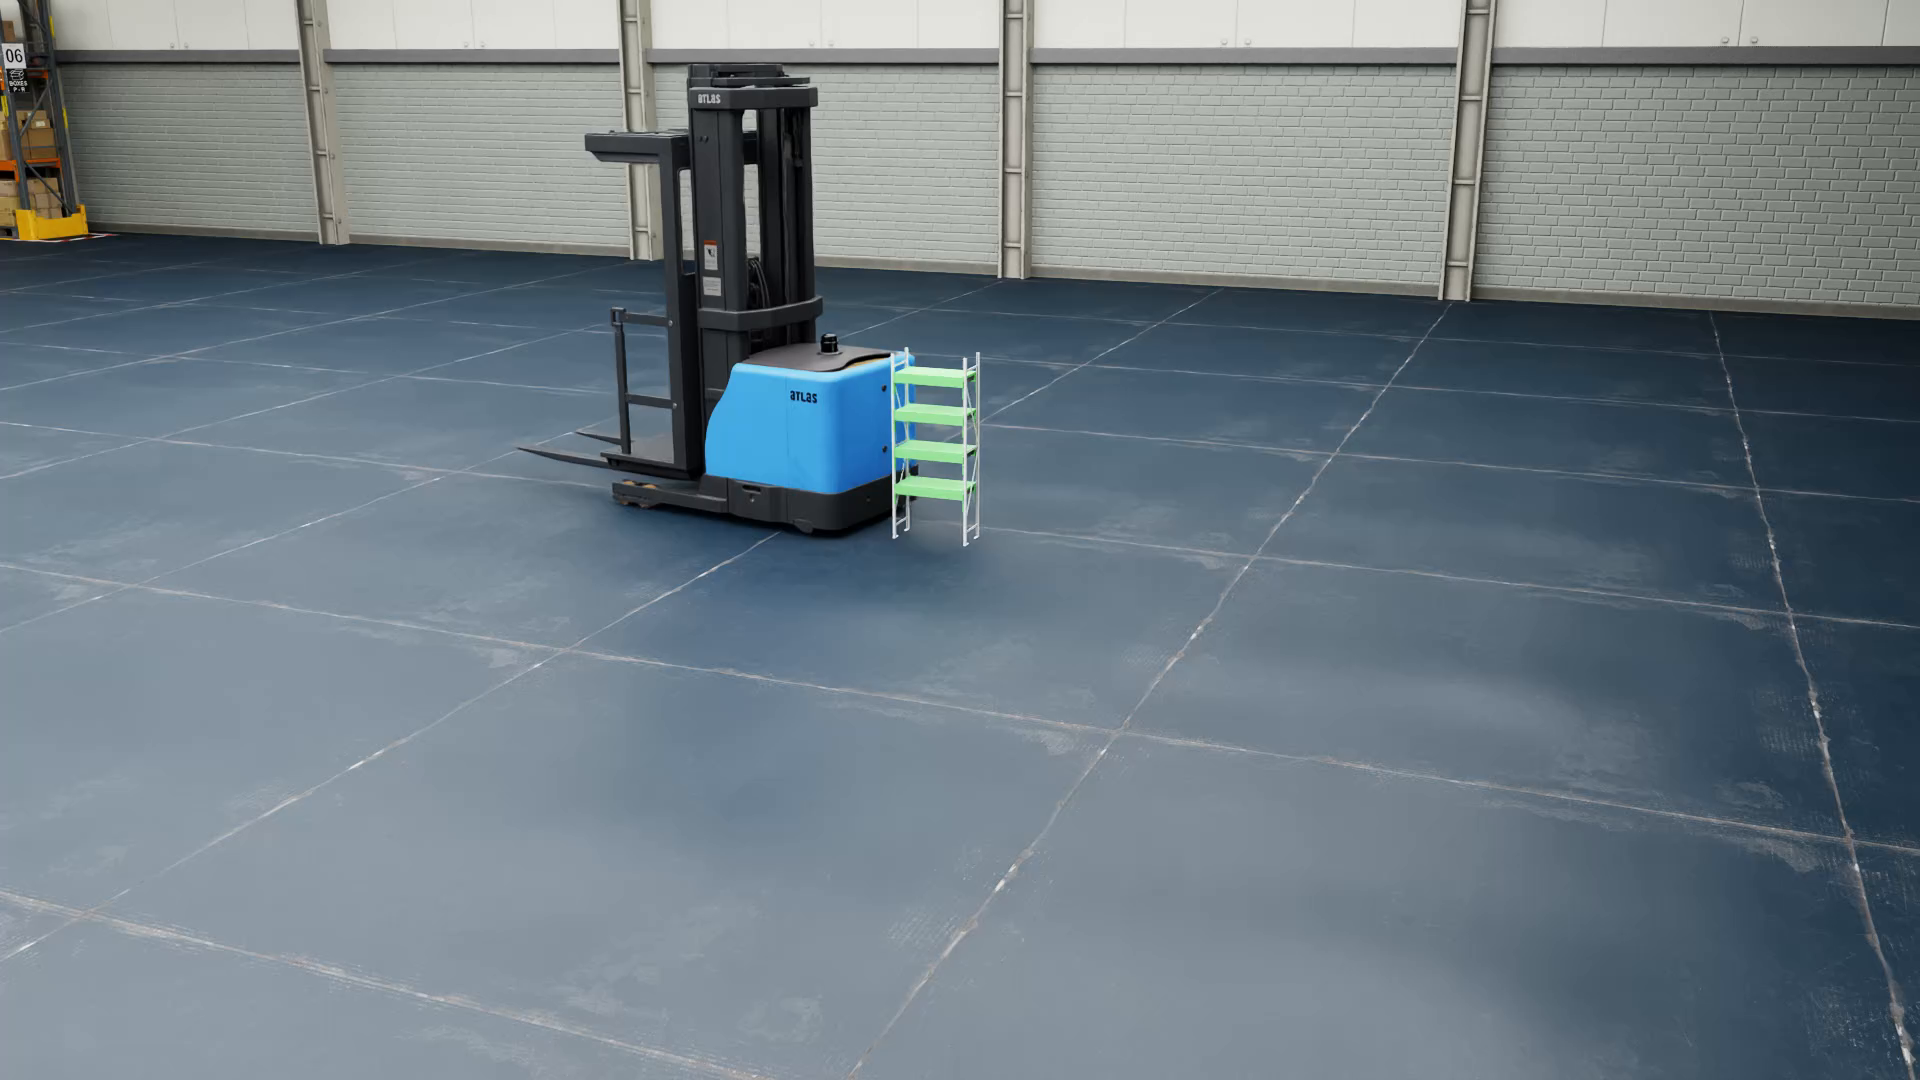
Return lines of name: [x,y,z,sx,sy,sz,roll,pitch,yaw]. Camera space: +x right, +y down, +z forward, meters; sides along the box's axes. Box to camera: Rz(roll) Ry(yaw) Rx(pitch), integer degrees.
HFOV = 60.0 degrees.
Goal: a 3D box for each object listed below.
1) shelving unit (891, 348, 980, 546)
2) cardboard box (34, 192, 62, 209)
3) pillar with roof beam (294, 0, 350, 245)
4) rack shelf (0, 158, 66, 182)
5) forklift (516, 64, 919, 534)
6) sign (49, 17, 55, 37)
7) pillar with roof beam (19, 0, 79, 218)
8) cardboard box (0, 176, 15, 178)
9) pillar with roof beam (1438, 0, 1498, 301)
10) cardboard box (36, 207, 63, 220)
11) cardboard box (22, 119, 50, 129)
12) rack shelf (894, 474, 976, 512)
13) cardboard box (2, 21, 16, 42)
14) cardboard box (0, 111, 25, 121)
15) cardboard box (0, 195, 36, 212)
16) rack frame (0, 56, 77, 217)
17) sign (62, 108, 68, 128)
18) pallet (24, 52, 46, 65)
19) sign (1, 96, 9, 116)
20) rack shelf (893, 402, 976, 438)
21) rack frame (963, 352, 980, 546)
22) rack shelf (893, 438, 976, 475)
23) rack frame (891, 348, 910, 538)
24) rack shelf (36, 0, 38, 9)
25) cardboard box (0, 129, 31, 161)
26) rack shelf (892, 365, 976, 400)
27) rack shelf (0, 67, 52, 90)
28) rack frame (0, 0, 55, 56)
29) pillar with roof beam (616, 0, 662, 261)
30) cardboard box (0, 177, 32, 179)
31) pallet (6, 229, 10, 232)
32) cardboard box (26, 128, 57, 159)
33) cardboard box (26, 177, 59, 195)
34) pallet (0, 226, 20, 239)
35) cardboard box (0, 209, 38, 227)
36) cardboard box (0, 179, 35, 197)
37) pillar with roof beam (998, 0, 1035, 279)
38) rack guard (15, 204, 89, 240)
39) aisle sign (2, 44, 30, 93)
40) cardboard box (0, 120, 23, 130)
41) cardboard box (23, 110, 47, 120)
shelving unit: [-0.154,-0.593,10.565,0.503,1.200,0.258,6,17,21]
cardboard box: [-16.021,-5.906,28.918,0.500,0.250,0.500,7,17,22]
pillar with roof beam: [-11.975,-8.138,22.566,0.400,9.000,9.100,6,17,21]
rack shelf: [-17.520,-6.542,29.117,4.000,0.370,1.077,6,17,21]
forklift: [-1.807,-1.735,11.393,3.031,2.935,1.130,10,19,30]
sign: [-15.450,-8.724,28.255,0.005,0.325,0.100,6,17,21]
pillar with roof beam: [-17.556,-8.752,24.680,0.400,9.000,9.100,6,17,21]
cardboard box: [-16.965,-6.246,29.195,0.500,0.250,0.500,6,17,20]
pillar with roof beam: [4.770,-6.297,16.223,0.400,9.000,9.100,6,17,21]
cardboard box: [-16.045,-5.665,28.985,0.500,0.250,0.500,6,17,21]
cardboard box: [-15.880,-7.144,28.559,0.250,0.149,0.380,6,17,19]
rack shelf: [-0.154,-0.301,10.649,0.480,0.148,0.258,6,17,21]
cardboard box: [-16.161,-8.403,27.746,0.500,0.500,0.500,7,18,22]
cardboard box: [-16.070,-7.167,28.104,0.250,0.149,0.380,6,17,21]
cardboard box: [-16.227,-5.773,28.459,0.500,0.250,0.500,6,17,20]
rack frame: [-15.660,-6.683,28.312,0.127,3.000,1.000,6,17,21]
sign: [-15.450,-7.280,28.674,0.005,0.325,0.100,6,17,21]
pallet: [-16.308,-8.160,28.178,1.213,0.211,1.003,6,17,21]
sign: [-15.872,-7.213,27.638,0.005,0.325,0.100,6,17,21]
rack shelf: [-0.154,-0.762,10.516,0.480,0.148,0.258,6,17,21]
rack frame: [0.073,-0.568,10.479,0.015,1.200,0.240,6,17,21]
rack shelf: [-0.154,-0.532,10.583,0.480,0.148,0.258,6,17,21]
rack frame: [-0.381,-0.618,10.651,0.015,1.200,0.240,6,17,21]
rack shelf: [-17.520,-9.231,28.336,4.000,0.370,1.077,6,17,21]
cardboard box: [-16.214,-6.713,28.237,0.500,0.500,0.500,6,17,19]
rack shelf: [-0.154,-0.993,10.449,0.480,0.148,0.258,6,17,21]
rack shelf: [-17.520,-7.982,28.699,4.000,0.370,1.077,6,17,21]
rack frame: [-15.660,-9.564,27.476,0.127,3.000,1.000,6,17,21]
pillar with roof beam: [-6.393,-7.524,20.452,0.400,9.000,9.100,6,17,21]
cardboard box: [-16.503,-6.192,29.009,0.500,0.250,0.500,6,17,21]
pallet: [-17.517,-5.536,29.364,1.213,0.211,1.003,6,17,21]
cardboard box: [-16.019,-6.853,28.721,0.500,0.500,0.500,7,18,22]
cardboard box: [-16.037,-6.142,28.836,0.500,0.250,0.500,6,17,20]
pallet: [-16.386,-5.411,28.933,1.213,0.211,1.003,6,17,21]
cardboard box: [-16.213,-5.530,28.520,0.500,0.250,0.500,6,17,21]
cardboard box: [-16.202,-6.010,28.381,0.500,0.250,0.500,7,18,22]
pillar with roof beam: [-0.812,-6.911,18.338,0.400,9.000,9.100,6,17,21]
rack guard: [-15.637,-5.480,28.652,0.348,0.500,1.175,6,17,21]
aisle sign: [-15.706,-7.848,27.664,0.004,0.787,0.394,6,17,21]
cardboard box: [-16.085,-7.005,28.080,0.250,0.149,0.380,7,17,21]
cardboard box: [-15.894,-7.275,28.475,0.250,0.149,0.380,6,17,20]
